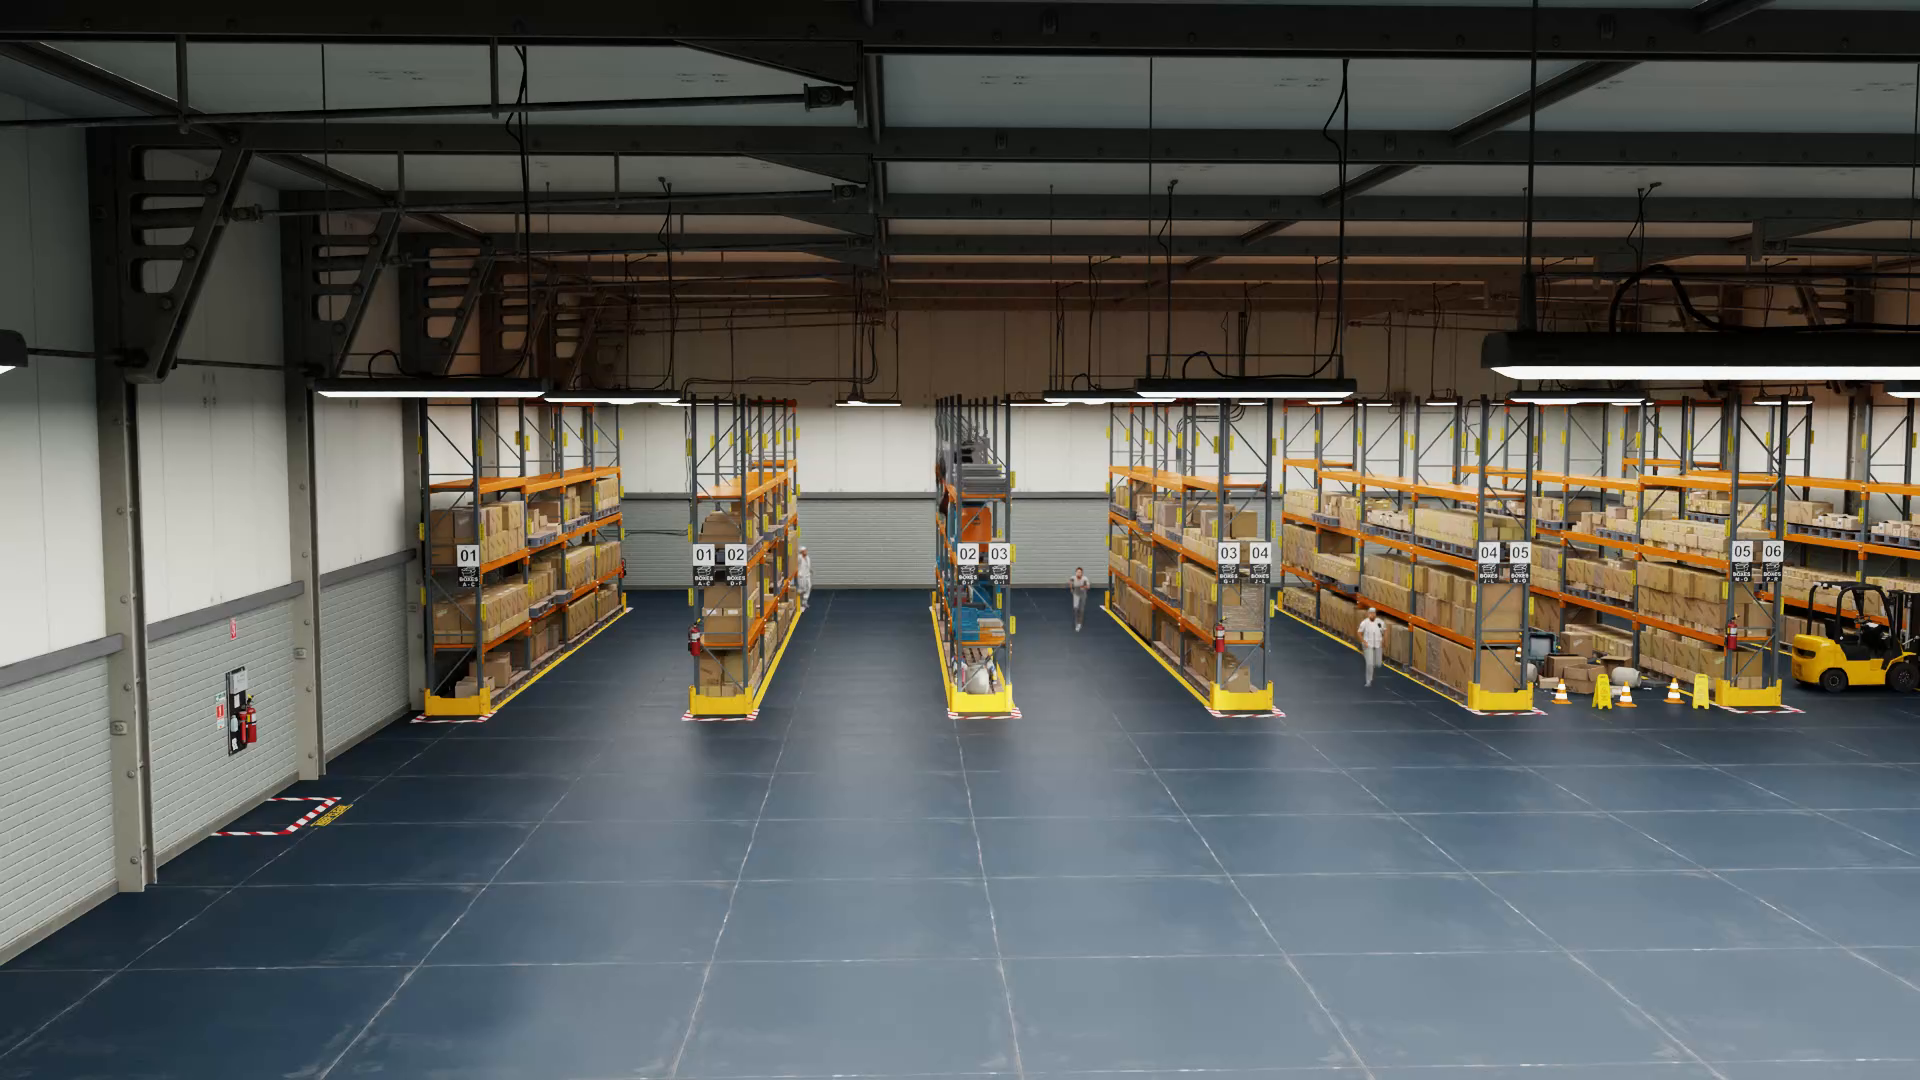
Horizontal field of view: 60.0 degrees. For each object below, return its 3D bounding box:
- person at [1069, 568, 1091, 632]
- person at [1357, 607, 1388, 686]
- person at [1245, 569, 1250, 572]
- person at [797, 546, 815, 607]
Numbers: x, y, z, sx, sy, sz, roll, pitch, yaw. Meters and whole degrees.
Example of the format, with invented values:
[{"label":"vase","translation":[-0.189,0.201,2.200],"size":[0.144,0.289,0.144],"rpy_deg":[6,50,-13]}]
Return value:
[{"label":"person","translation":[3.108,1.524,43.128],"size":[0.561,1.634,0.914],"rpy_deg":[0,5,4]},{"label":"person","translation":[8.565,2.209,34.531],"size":[0.634,1.644,0.621],"rpy_deg":[0,5,3]},{"label":"person","translation":[8.033,1.232,46.554],"size":[0.592,1.725,0.686],"rpy_deg":[0,4,1]},{"label":"person","translation":[-4.580,1.061,48.258],"size":[0.668,1.760,0.655],"rpy_deg":[3,6,37]}]
